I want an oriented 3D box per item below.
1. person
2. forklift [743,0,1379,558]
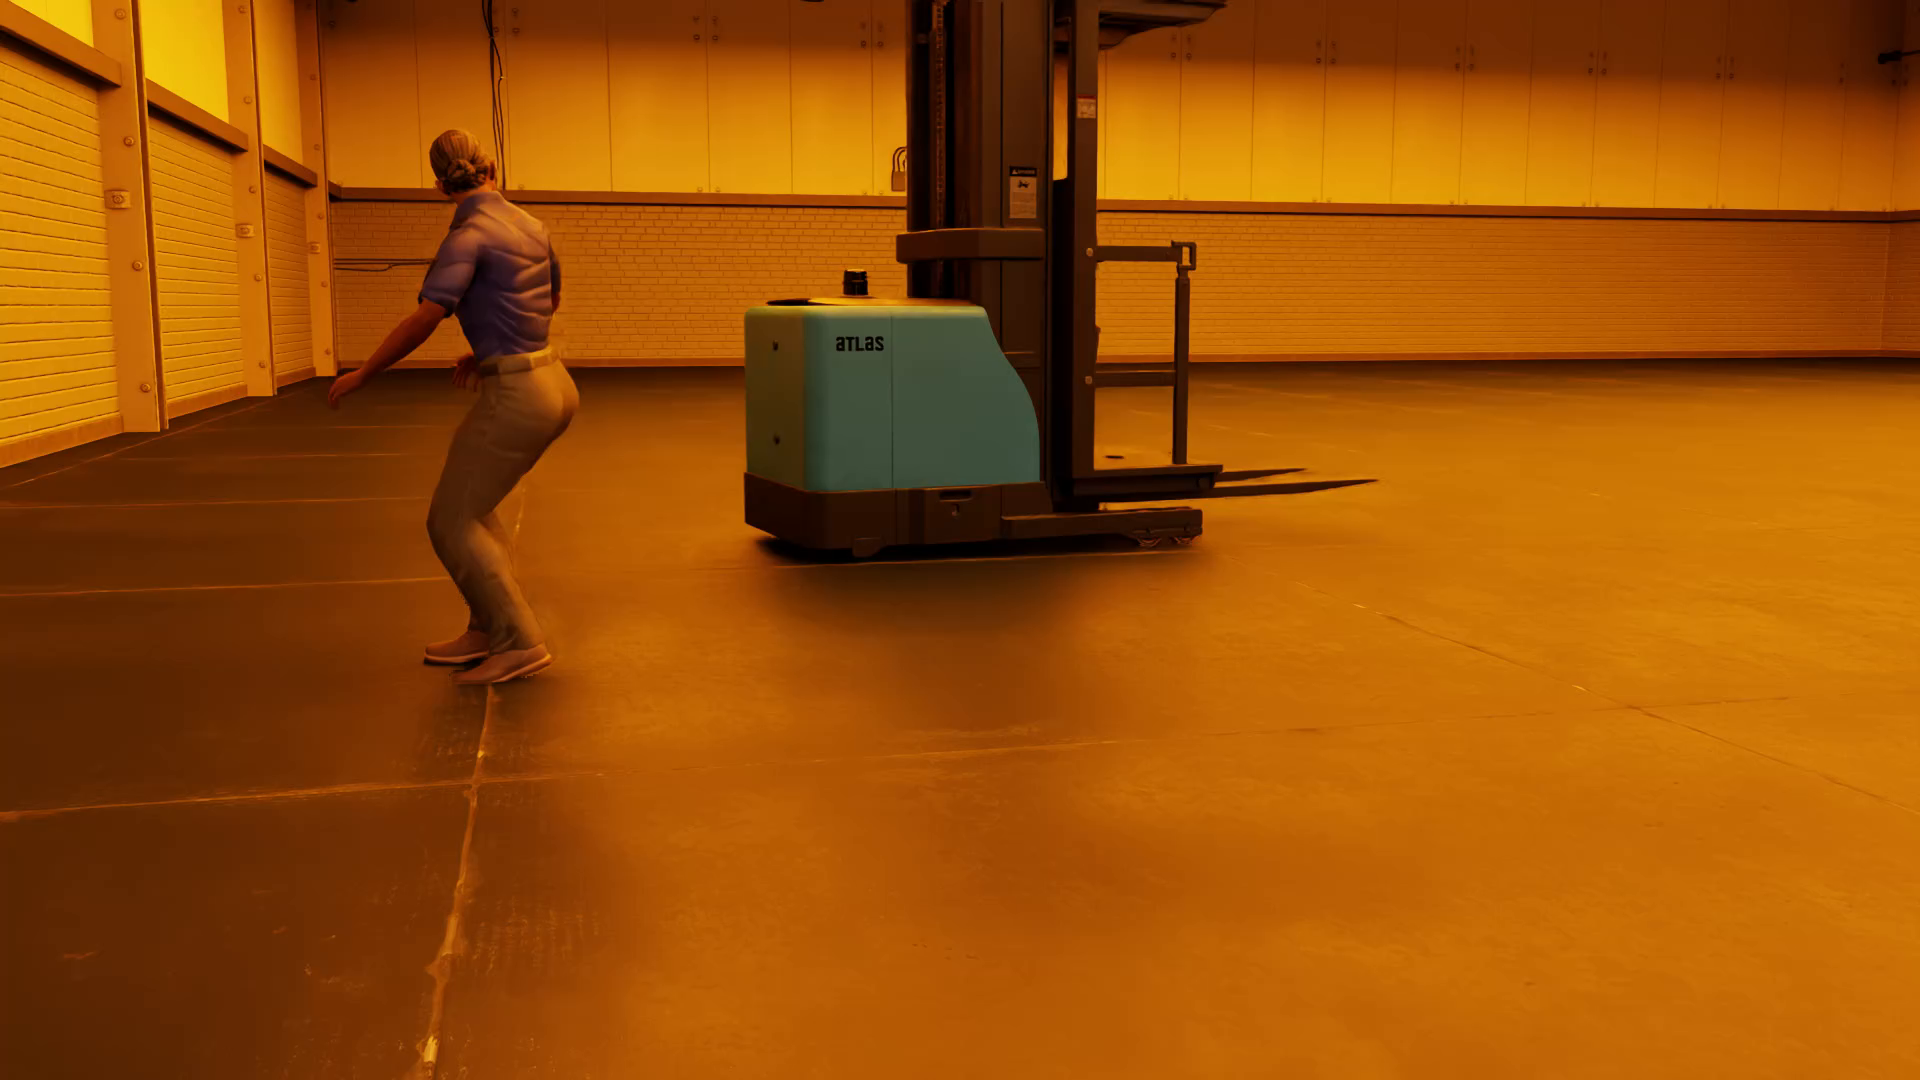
[{"bbox_3d":[-1.463,-0.387,4.901,0.618,1.607,0.695,1,8,4],"label":"person"},{"bbox_3d":[0.557,-1.487,7.759,3.031,2.935,1.130,-4,9,-24],"label":"forklift"}]
